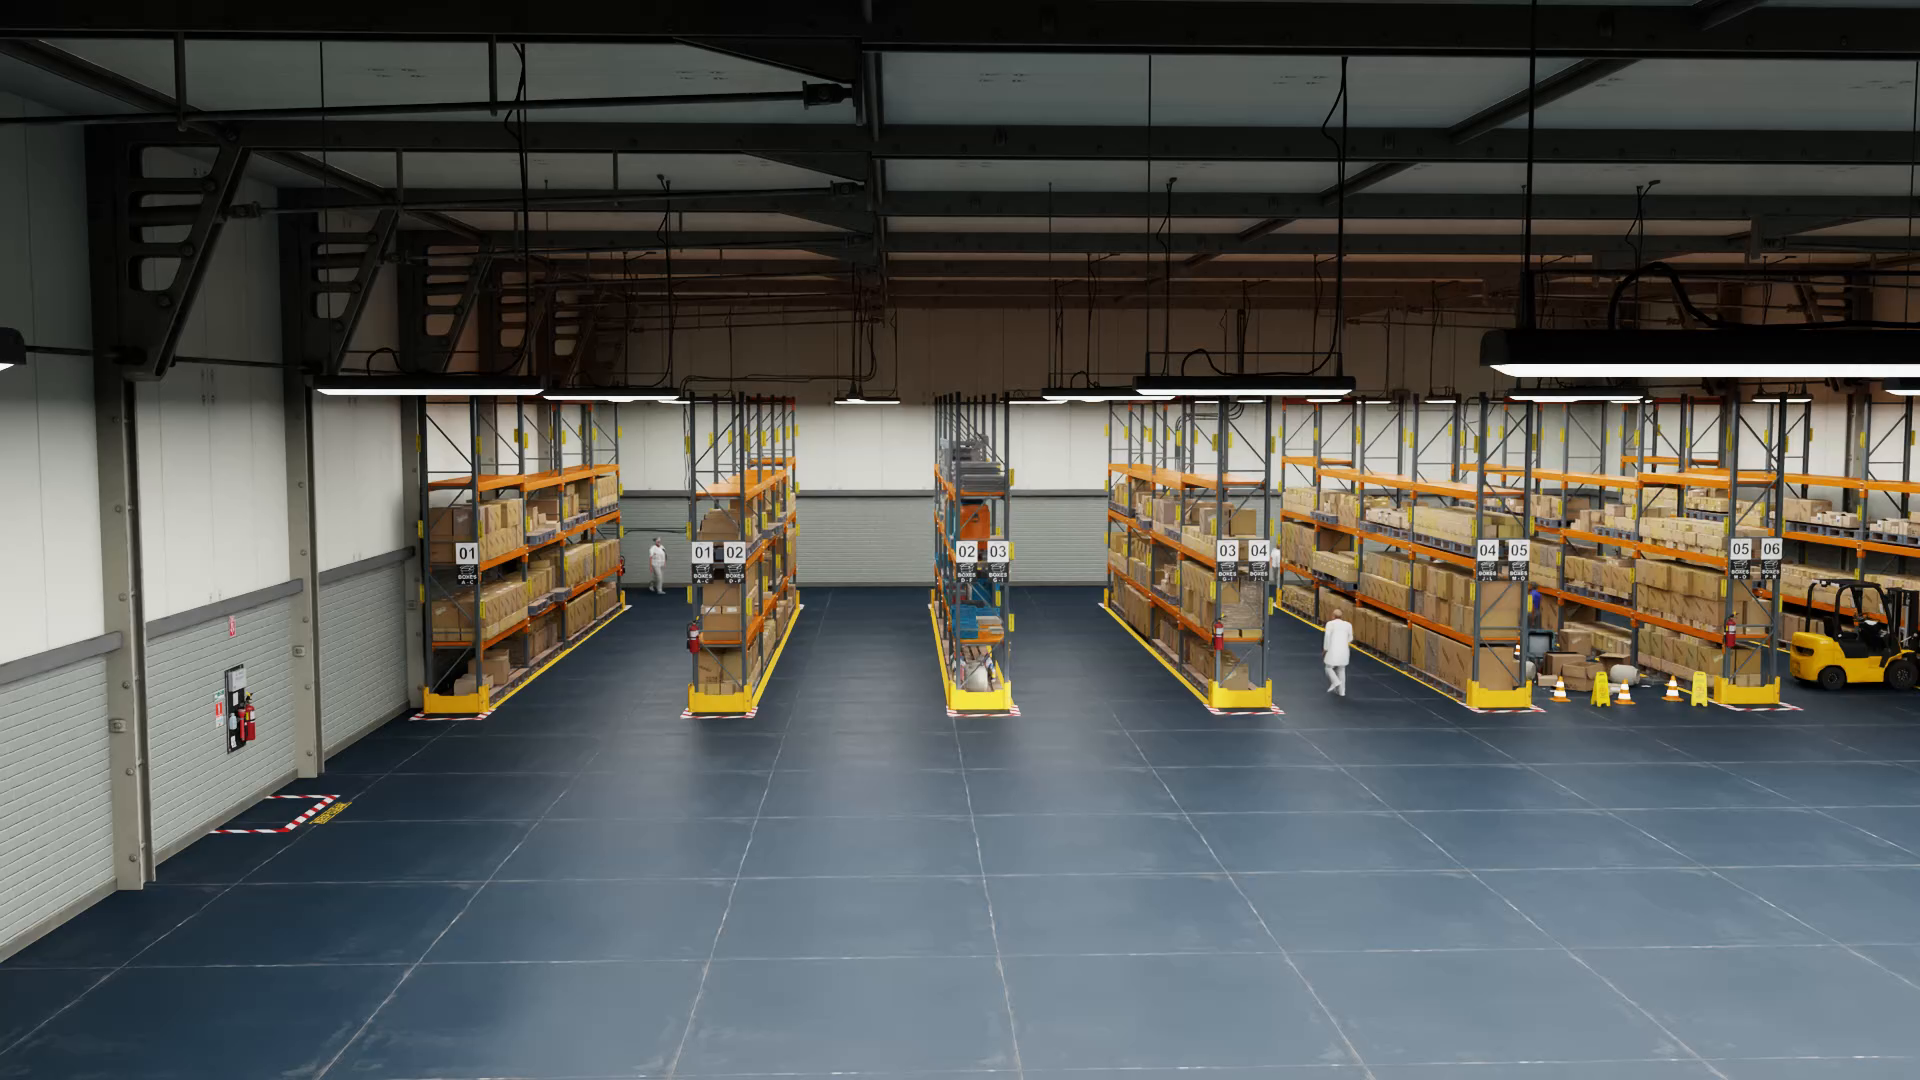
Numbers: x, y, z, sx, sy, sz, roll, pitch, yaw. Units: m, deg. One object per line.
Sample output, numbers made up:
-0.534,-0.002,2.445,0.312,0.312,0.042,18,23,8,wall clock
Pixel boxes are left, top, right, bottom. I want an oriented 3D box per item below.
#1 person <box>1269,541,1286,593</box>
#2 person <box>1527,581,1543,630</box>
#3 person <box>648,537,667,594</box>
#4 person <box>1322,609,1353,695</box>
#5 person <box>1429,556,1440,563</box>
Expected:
9.816,0.800,51.232,0.500,1.605,1.042,2,5,28,person
13.425,1.813,38.839,0.453,1.697,0.552,-2,5,-19,person
-9.267,0.762,50.870,0.824,1.735,0.541,3,5,33,person
7.554,2.234,33.201,0.650,1.673,0.826,0,5,-2,person
13.037,1.191,45.615,0.439,1.771,0.596,4,6,40,person
